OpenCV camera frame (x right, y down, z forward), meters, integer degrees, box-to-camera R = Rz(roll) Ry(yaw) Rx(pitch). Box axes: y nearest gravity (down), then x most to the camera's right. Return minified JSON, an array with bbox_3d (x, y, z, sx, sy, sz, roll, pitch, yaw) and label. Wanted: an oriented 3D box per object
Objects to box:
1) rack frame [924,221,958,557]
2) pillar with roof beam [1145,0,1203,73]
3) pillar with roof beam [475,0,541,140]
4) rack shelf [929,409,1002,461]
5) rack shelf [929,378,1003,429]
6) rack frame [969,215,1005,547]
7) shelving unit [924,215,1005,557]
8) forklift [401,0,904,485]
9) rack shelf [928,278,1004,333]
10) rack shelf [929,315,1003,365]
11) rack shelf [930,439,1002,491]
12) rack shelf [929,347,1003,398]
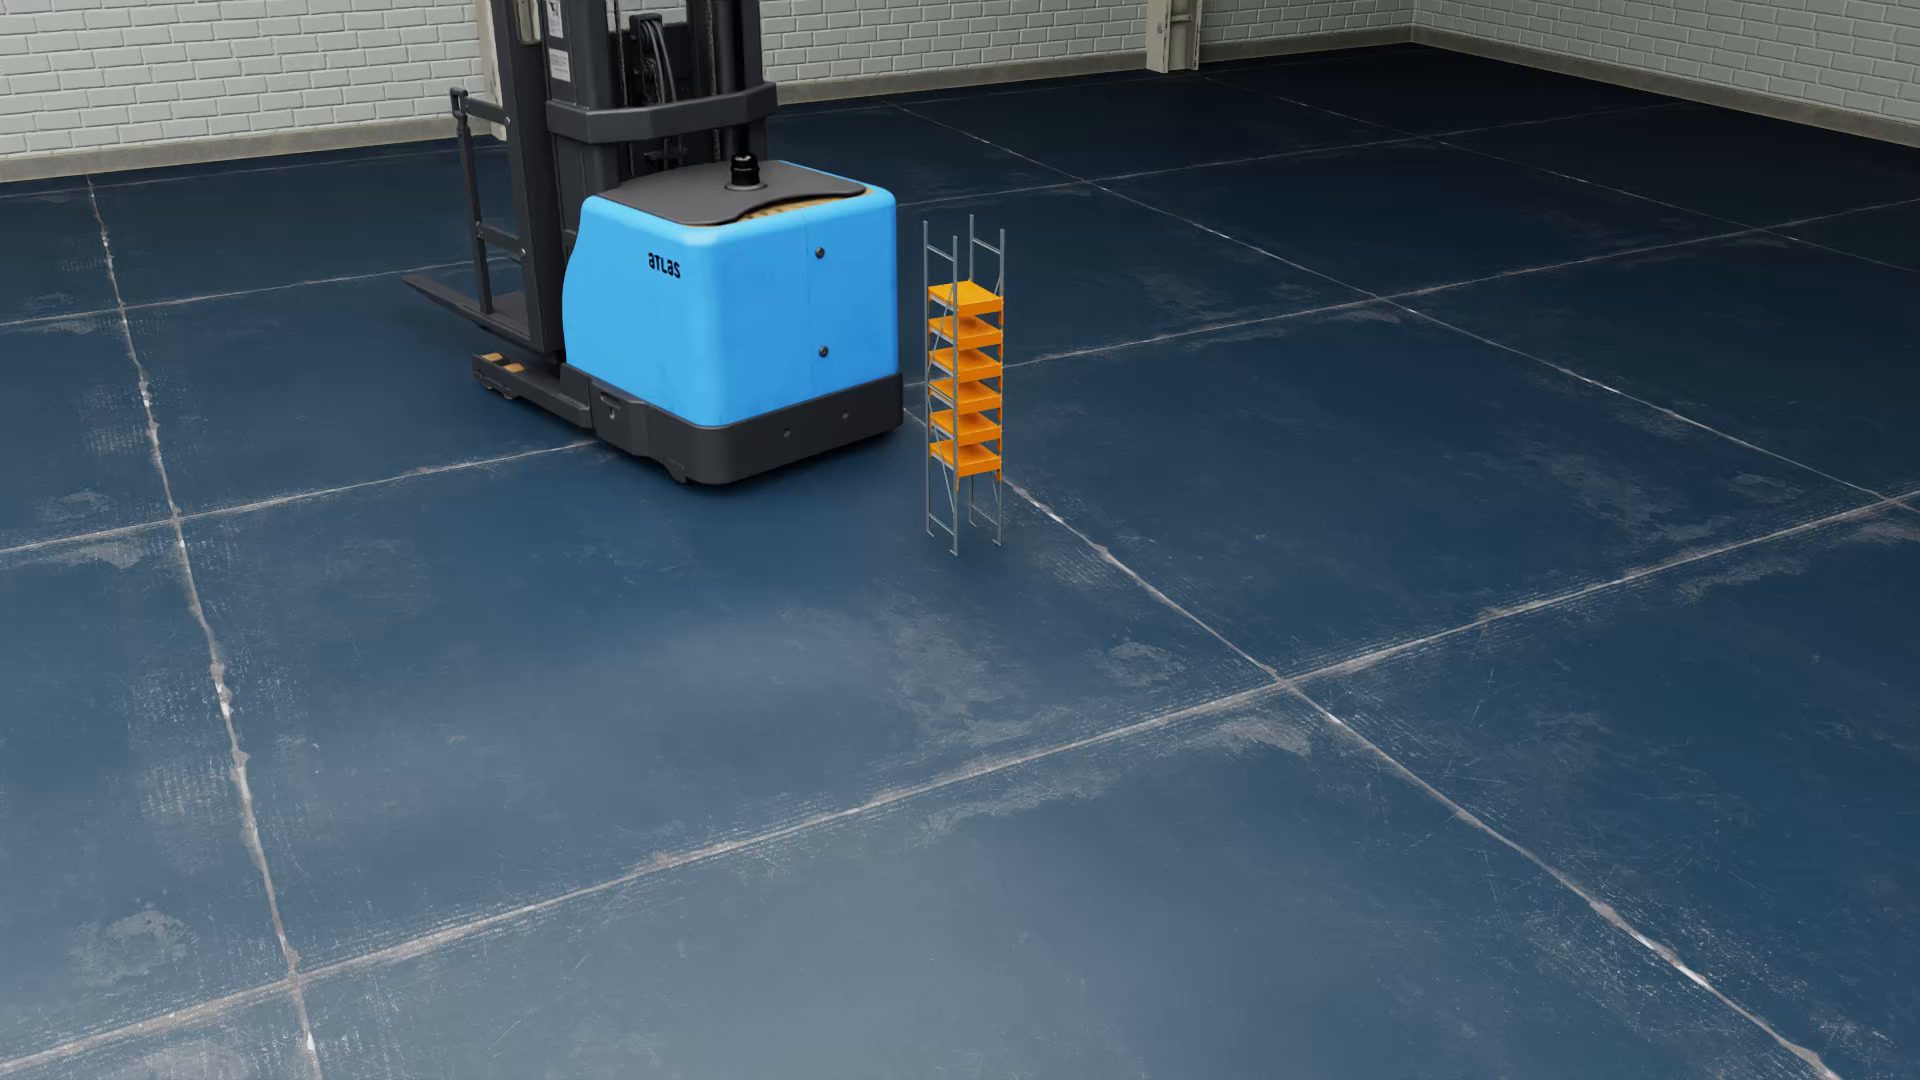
[{"bbox_3d":[-0.068,-0.525,5.958,0.006,1.200,0.240,-13,29,-25],"label":"rack frame"},{"bbox_3d":[3.967,-6.739,9.889,0.400,9.000,9.100,-13,29,-25],"label":"pillar with roof beam"},{"bbox_3d":[-1.327,-5.517,7.344,0.400,9.000,9.100,-13,29,-25],"label":"pillar with roof beam"},{"bbox_3d":[0.013,-0.396,6.068,0.180,0.103,0.258,-13,29,-25],"label":"rack shelf"},{"bbox_3d":[0.013,-0.504,6.016,0.180,0.103,0.258,-13,29,-25],"label":"rack shelf"},{"bbox_3d":[0.093,-0.562,6.035,0.006,1.200,0.240,-13,29,-25],"label":"rack frame"},{"bbox_3d":[0.013,-0.544,5.996,0.189,1.200,0.258,-13,29,-25],"label":"shelving unit"},{"bbox_3d":[-1.609,-2.090,7.218,1.130,2.935,3.031,-22,33,-38],"label":"forklift"},{"bbox_3d":[0.013,-0.828,5.860,0.180,0.103,0.258,-13,29,-25],"label":"rack shelf"},{"bbox_3d":[0.013,-0.720,5.912,0.180,0.103,0.258,-13,29,-25],"label":"rack shelf"},{"bbox_3d":[0.013,-0.287,6.120,0.180,0.103,0.258,-13,29,-25],"label":"rack shelf"},{"bbox_3d":[0.013,-0.612,5.964,0.180,0.103,0.258,-13,29,-25],"label":"rack shelf"}]
